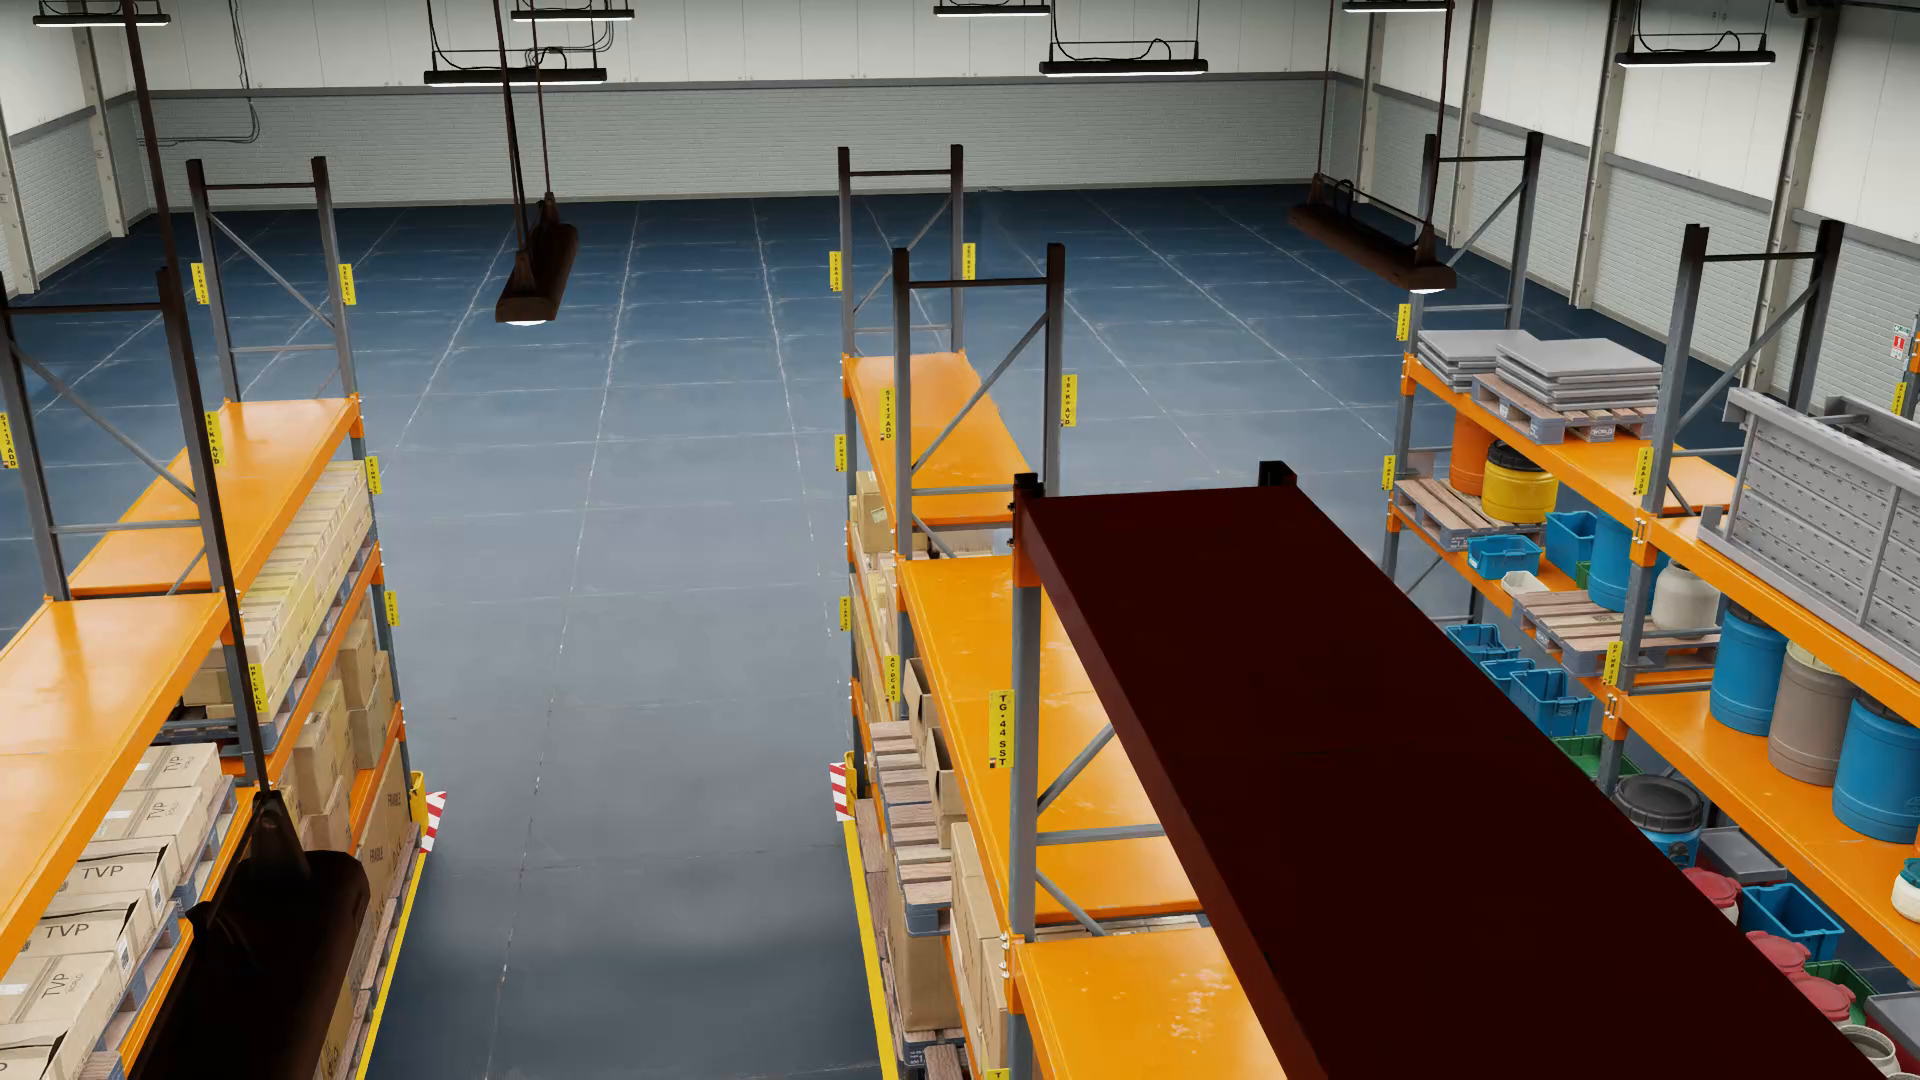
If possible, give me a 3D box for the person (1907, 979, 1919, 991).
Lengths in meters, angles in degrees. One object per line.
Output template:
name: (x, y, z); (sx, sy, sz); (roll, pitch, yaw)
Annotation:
person: (7.503, 2.786, 12.443); (0.614, 1.631, 0.575); (-7, 23, -17)
